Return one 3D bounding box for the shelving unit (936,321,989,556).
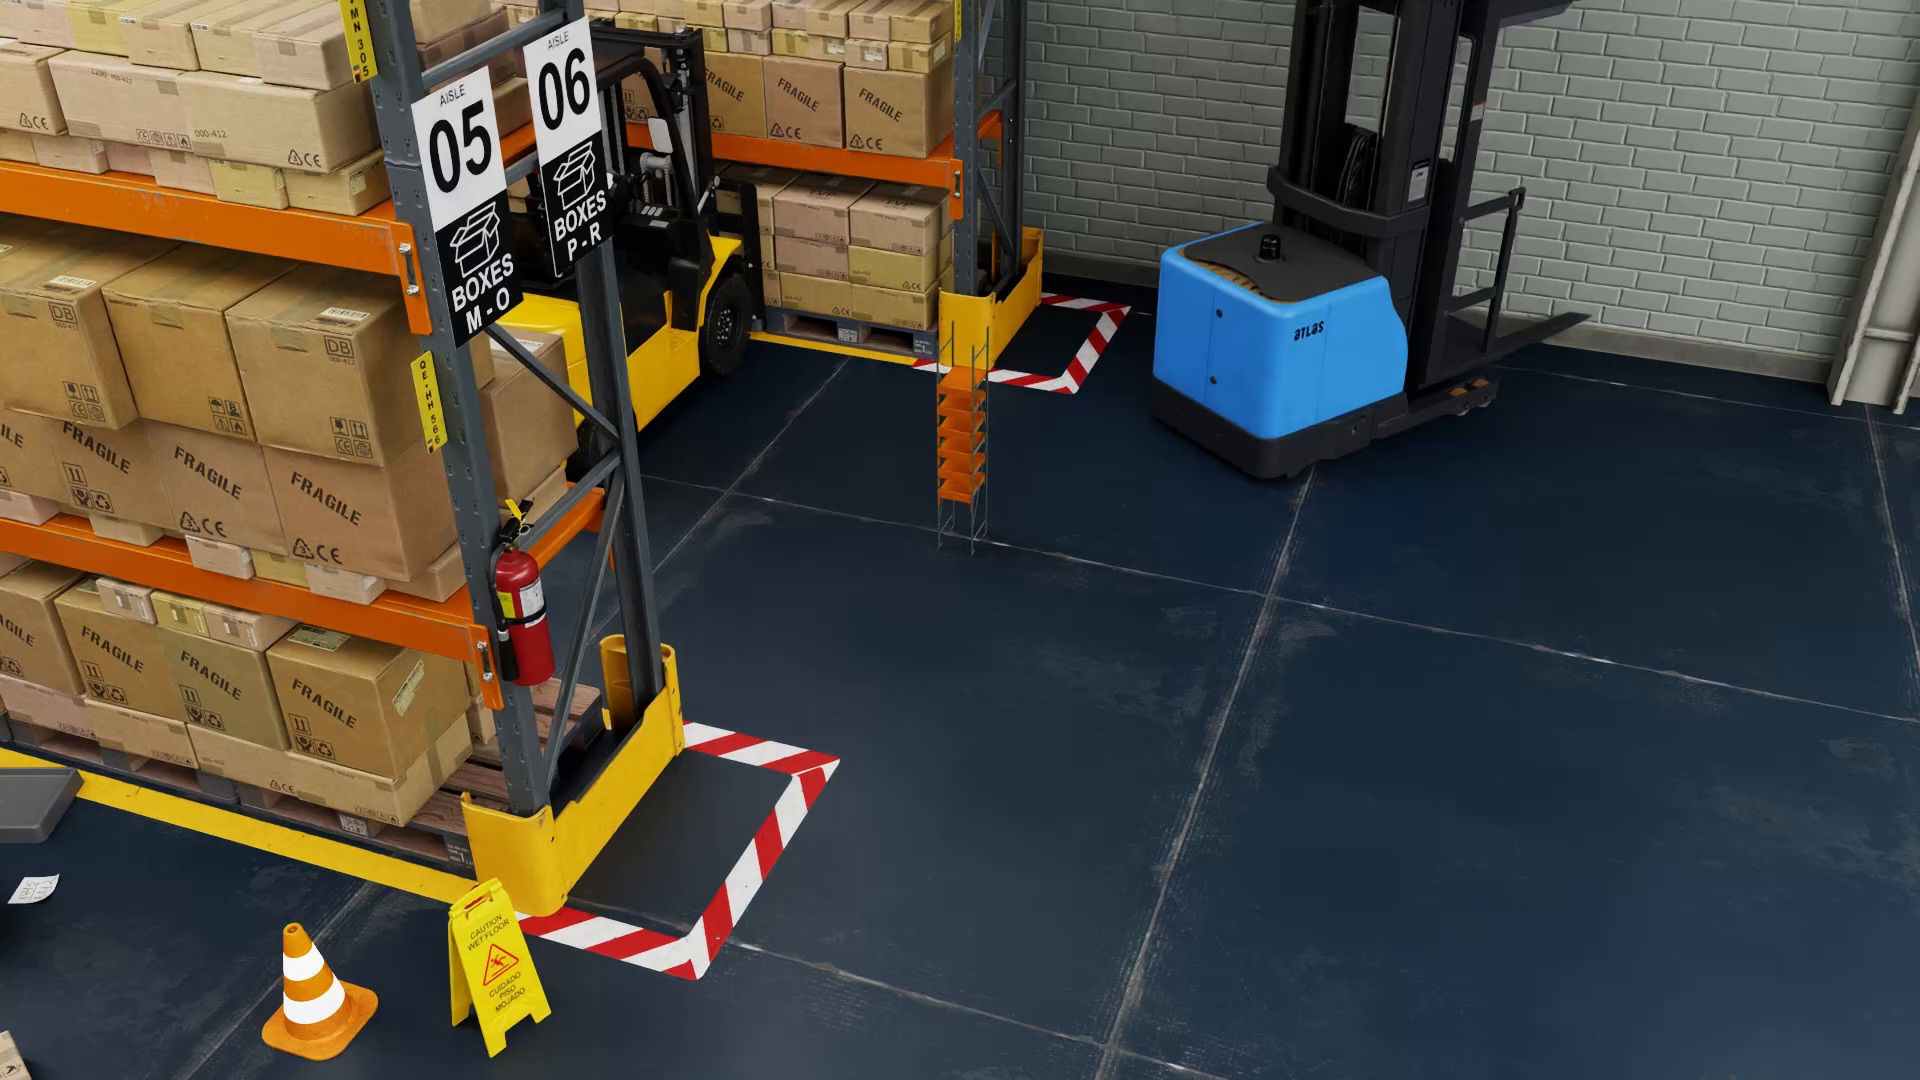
[{"bbox_3d":[0.014,-0.501,8.420,0.189,1.200,0.258,11,34,16],"label":"shelving unit"}]

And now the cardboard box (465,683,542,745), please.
[{"bbox_3d":[-2.151,0.593,7.215,0.500,0.250,0.500,11,34,16],"label":"cardboard box"}]

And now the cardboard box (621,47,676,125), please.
[{"bbox_3d":[-1.810,-2.910,10.400,0.500,0.500,0.500,11,35,17],"label":"cardboard box"}]

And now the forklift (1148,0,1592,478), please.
[{"bbox_3d":[2.612,-2.184,9.430,3.031,2.935,1.130,-20,38,-28],"label":"forklift"}]

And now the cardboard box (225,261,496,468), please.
[{"bbox_3d":[-2.039,-0.666,5.729,0.500,0.500,0.700,10,34,15],"label":"cardboard box"}]

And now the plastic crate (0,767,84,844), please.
[{"bbox_3d":[-4.049,1.103,6.968,0.583,0.080,0.402,0,33,0],"label":"plastic crate"}]

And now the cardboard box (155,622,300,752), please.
[{"bbox_3d":[-2.819,0.459,6.730,0.500,0.500,0.500,12,35,18],"label":"cardboard box"}]

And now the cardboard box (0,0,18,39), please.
[{"bbox_3d":[-3.066,-1.785,5.480,0.250,0.149,0.380,10,34,15],"label":"cardboard box"}]

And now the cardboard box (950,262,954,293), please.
[{"bbox_3d":[-0.210,-1.844,10.988,0.500,0.250,0.500,11,34,17],"label":"cardboard box"}]

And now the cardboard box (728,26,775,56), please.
[{"bbox_3d":[-1.206,-3.054,10.024,0.250,0.149,0.380,10,34,15],"label":"cardboard box"}]

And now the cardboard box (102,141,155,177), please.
[{"bbox_3d":[-2.615,-1.350,5.541,0.250,0.149,0.380,11,35,17],"label":"cardboard box"}]

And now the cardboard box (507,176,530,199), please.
[{"bbox_3d":[-2.752,-2.458,11.018,0.500,0.250,0.500,11,34,17],"label":"cardboard box"}]

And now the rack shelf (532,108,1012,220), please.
[{"bbox_3d":[-1.696,-2.696,10.824,4.000,0.370,1.077,11,34,16],"label":"rack shelf"}]

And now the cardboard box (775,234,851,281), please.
[{"bbox_3d":[-0.846,-1.891,10.600,0.500,0.250,0.500,11,34,16],"label":"cardboard box"}]

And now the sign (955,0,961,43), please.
[{"bbox_3d":[-0.010,-2.944,9.259,0.005,0.325,0.100,11,34,16],"label":"sign"}]

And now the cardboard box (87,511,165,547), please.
[{"bbox_3d":[-3.137,-0.149,6.448,0.250,0.149,0.380,11,34,16],"label":"cardboard box"}]

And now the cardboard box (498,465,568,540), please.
[{"bbox_3d":[-1.735,-0.160,6.464,0.250,0.149,0.380,11,34,17],"label":"cardboard box"}]

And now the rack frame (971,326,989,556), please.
[{"bbox_3d":[0.100,-0.485,8.395,0.006,1.200,0.240,11,34,16],"label":"rack frame"}]

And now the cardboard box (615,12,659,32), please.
[{"bbox_3d":[-1.919,-3.193,10.240,0.250,0.149,0.380,10,34,15],"label":"cardboard box"}]

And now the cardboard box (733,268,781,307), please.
[{"bbox_3d":[-1.295,-1.771,10.875,0.500,0.250,0.500,11,35,17],"label":"cardboard box"}]

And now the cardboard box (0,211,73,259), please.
[{"bbox_3d":[-3.451,-0.966,6.192,0.500,0.500,0.700,11,34,16],"label":"cardboard box"}]

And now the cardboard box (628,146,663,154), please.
[{"bbox_3d":[-2.097,-2.630,11.284,0.500,0.250,0.500,11,35,17],"label":"cardboard box"}]

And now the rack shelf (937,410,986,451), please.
[{"bbox_3d":[0.014,-0.565,8.379,0.180,0.103,0.258,11,34,16],"label":"rack shelf"}]

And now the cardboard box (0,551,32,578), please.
[{"bbox_3d":[-3.950,0.002,6.840,0.250,0.149,0.380,13,35,19],"label":"cardboard box"}]

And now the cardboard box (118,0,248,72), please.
[{"bbox_3d":[-2.379,-1.602,5.197,0.250,0.149,0.380,11,34,16],"label":"cardboard box"}]

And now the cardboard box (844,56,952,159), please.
[{"bbox_3d":[-0.366,-2.631,9.967,0.500,0.500,0.500,10,34,15],"label":"cardboard box"}]

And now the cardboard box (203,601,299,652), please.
[{"bbox_3d":[-2.695,0.247,6.460,0.250,0.149,0.380,12,35,18],"label":"cardboard box"}]

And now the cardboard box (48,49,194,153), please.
[{"bbox_3d":[-2.526,-1.475,5.368,0.500,0.250,0.500,11,34,16],"label":"cardboard box"}]

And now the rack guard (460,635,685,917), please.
[{"bbox_3d":[-1.556,0.939,6.835,0.348,0.500,1.175,11,34,16],"label":"rack guard"}]

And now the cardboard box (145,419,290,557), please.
[{"bbox_3d":[-2.558,-0.317,6.109,0.500,0.500,0.500,11,34,17],"label":"cardboard box"}]

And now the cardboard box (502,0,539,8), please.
[{"bbox_3d":[-2.652,-3.451,10.365,0.250,0.149,0.380,12,35,18],"label":"cardboard box"}]

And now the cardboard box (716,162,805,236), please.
[{"bbox_3d":[-1.313,-2.177,10.582,0.500,0.250,0.500,11,35,17],"label":"cardboard box"}]

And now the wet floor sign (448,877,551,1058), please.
[{"bbox_3d":[-1.667,1.473,5.874,0.232,0.644,0.267,24,40,32],"label":"wet floor sign"}]

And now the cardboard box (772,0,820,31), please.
[{"bbox_3d":[-0.929,-3.177,9.941,0.250,0.149,0.380,11,35,17],"label":"cardboard box"}]

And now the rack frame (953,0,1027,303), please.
[{"bbox_3d":[0.186,-2.633,10.062,0.127,3.000,1.000,11,34,16],"label":"rack frame"}]

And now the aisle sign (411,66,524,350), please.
[{"bbox_3d":[-1.524,-1.030,5.183,0.004,0.787,0.394,11,34,16],"label":"aisle sign"}]

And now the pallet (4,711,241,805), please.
[{"bbox_3d":[-3.454,0.669,7.519,1.213,0.211,1.003,11,34,16],"label":"pallet"}]

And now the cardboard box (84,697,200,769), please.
[{"bbox_3d":[-3.316,0.679,7.081,0.500,0.250,0.500,10,34,15],"label":"cardboard box"}]

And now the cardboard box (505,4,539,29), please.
[{"bbox_3d":[-2.662,-3.323,10.442,0.250,0.149,0.380,12,35,18],"label":"cardboard box"}]

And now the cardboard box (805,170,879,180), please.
[{"bbox_3d":[-0.674,-2.348,10.847,0.500,0.250,0.500,11,34,17],"label":"cardboard box"}]

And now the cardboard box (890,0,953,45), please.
[{"bbox_3d":[-0.222,-3.030,9.713,0.250,0.149,0.380,11,34,17],"label":"cardboard box"}]

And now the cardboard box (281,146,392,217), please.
[{"bbox_3d":[-1.915,-1.174,5.270,0.250,0.149,0.380,11,34,17],"label":"cardboard box"}]

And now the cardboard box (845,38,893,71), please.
[{"bbox_3d":[-0.485,-2.899,9.785,0.250,0.149,0.380,12,35,17],"label":"cardboard box"}]

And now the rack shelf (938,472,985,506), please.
[{"bbox_3d":[0.014,-0.262,8.575,0.180,0.103,0.258,11,34,16],"label":"rack shelf"}]

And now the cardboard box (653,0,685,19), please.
[{"bbox_3d":[-1.668,-3.308,10.143,0.250,0.149,0.380,12,35,17],"label":"cardboard box"}]

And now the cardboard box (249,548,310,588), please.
[{"bbox_3d":[-2.419,0.001,6.214,0.250,0.149,0.380,10,34,16],"label":"cardboard box"}]

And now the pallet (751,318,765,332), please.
[{"bbox_3d":[-1.692,-1.804,11.349,1.213,0.211,1.003,11,34,16],"label":"pallet"}]
